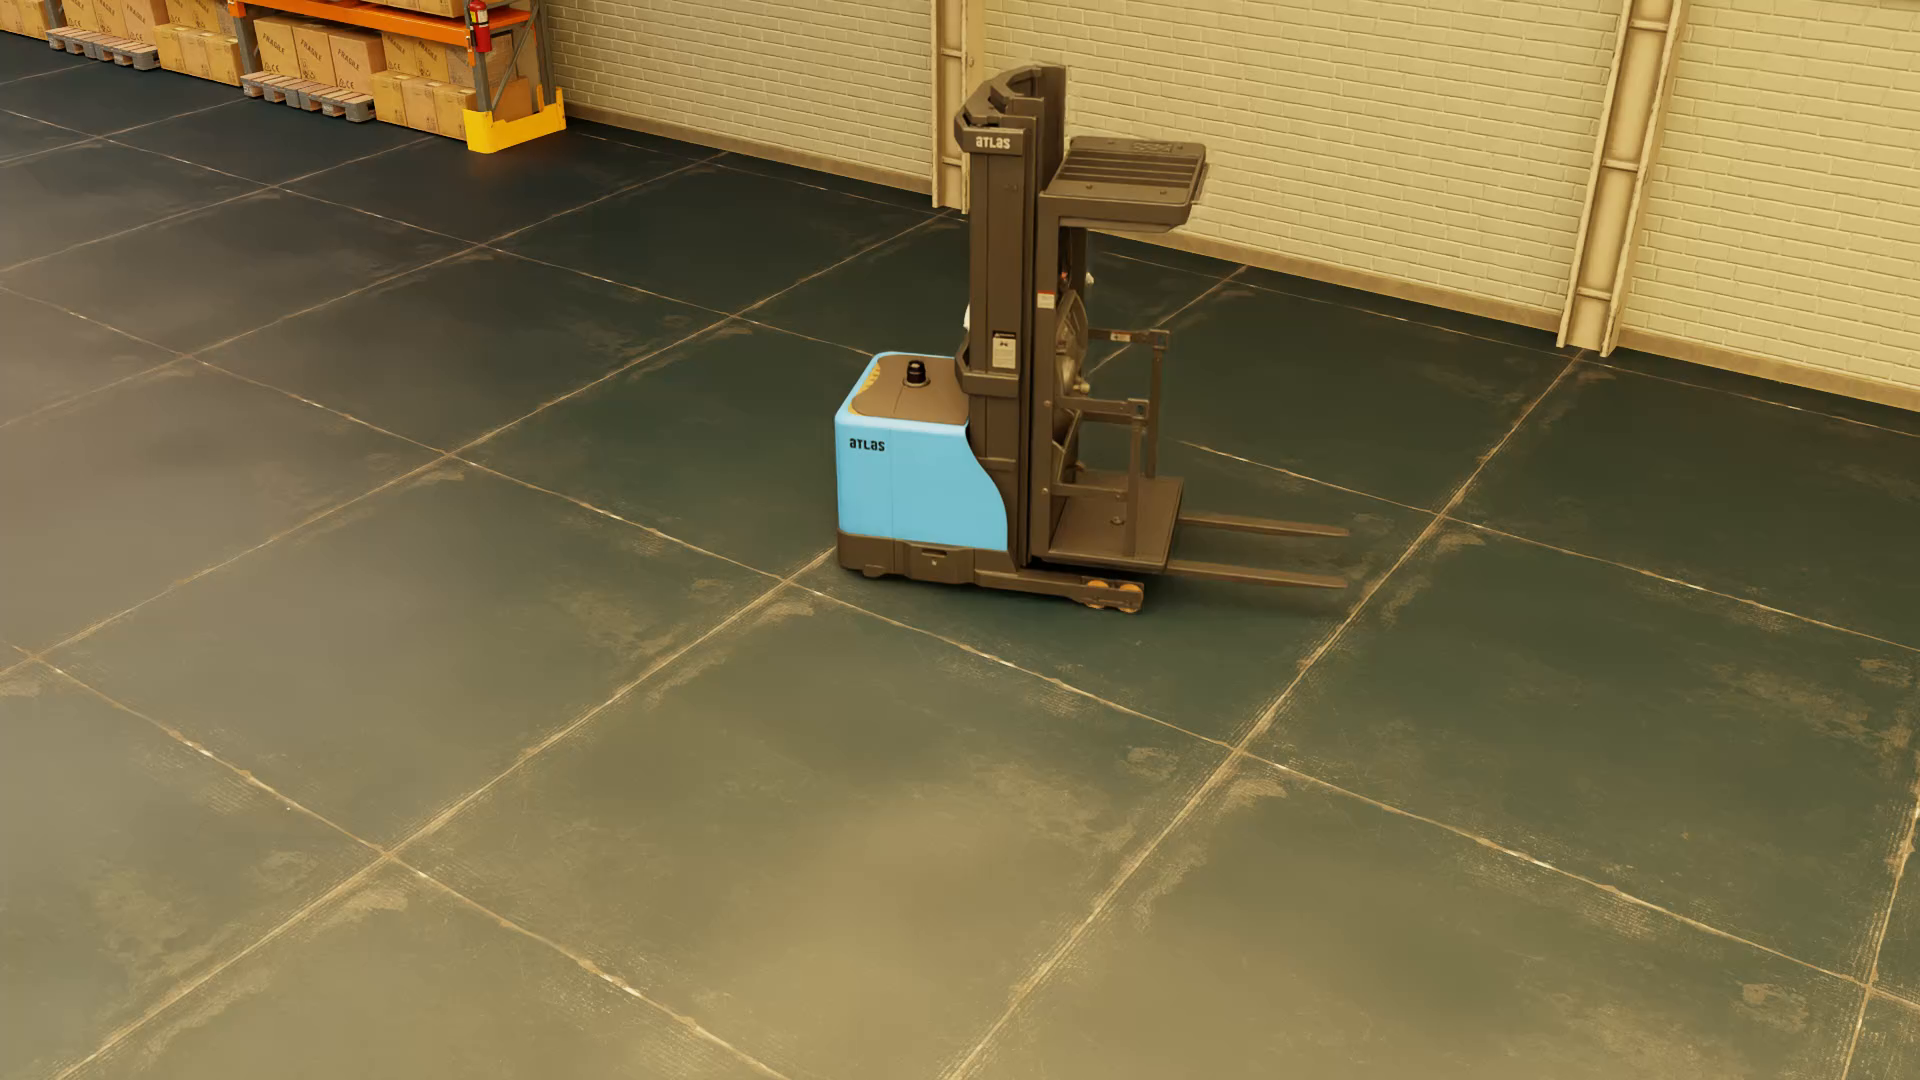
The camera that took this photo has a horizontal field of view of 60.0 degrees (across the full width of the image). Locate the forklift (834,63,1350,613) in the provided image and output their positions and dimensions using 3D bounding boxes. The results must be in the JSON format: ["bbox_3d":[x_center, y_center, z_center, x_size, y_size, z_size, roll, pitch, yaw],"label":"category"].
[{"bbox_3d":[0.828,-1.134,9.533,3.031,2.935,1.130,6,31,11],"label":"forklift"}]

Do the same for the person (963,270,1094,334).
[{"bbox_3d":[0.543,-1.439,11.433,0.949,1.511,1.000,-11,32,-18],"label":"person"}]
